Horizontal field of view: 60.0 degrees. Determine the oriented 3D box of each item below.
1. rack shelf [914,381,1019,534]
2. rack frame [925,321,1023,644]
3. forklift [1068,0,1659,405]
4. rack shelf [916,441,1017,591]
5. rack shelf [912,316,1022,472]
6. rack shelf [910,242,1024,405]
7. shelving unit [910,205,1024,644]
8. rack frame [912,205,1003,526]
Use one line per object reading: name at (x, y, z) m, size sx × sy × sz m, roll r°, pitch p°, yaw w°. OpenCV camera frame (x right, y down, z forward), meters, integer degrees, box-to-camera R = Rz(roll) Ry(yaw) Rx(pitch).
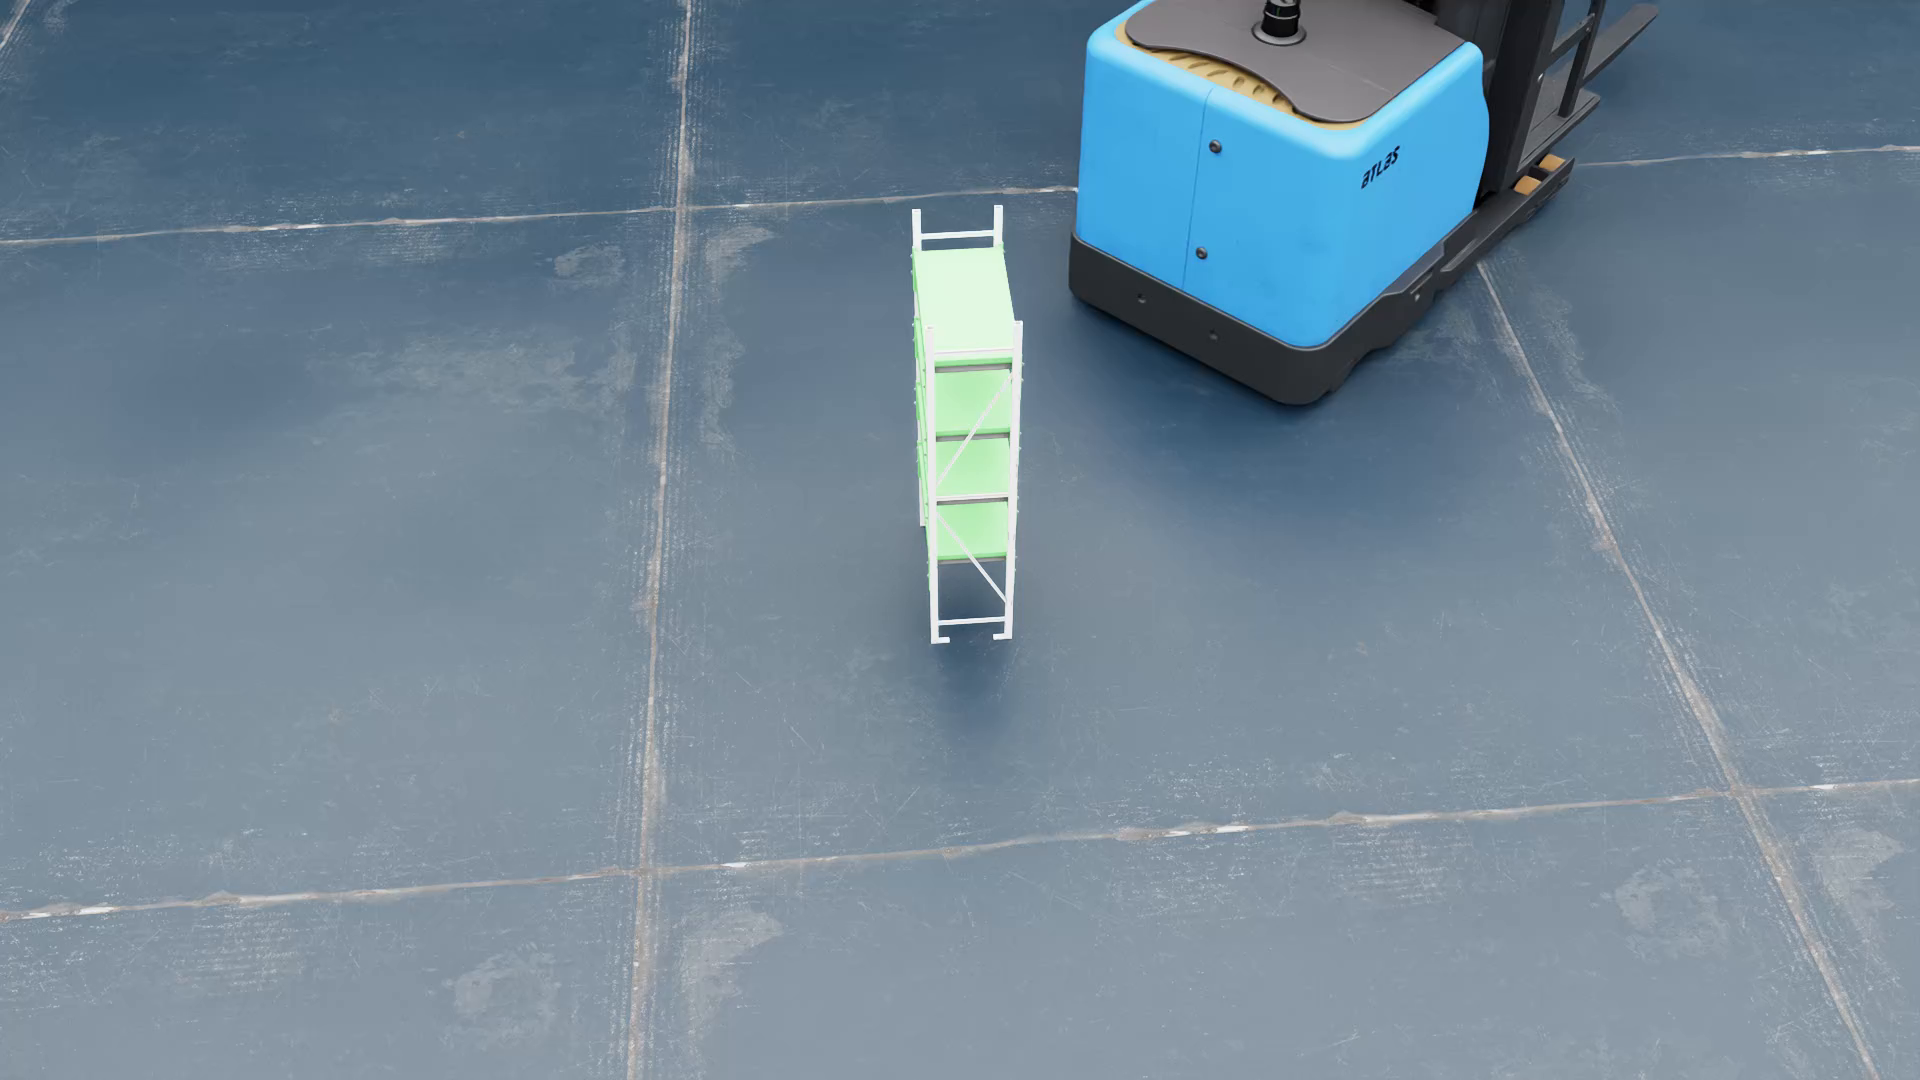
rack shelf at (0.014, -0.249, 4.747) m, size 0.258 × 0.148 × 0.480 m, roll -3°, pitch 47°, yaw -3°
rack frame at (0.034, -0.116, 4.534) m, size 0.240 × 1.200 × 0.015 m, roll -3°, pitch 47°, yaw -3°
forklift at (1.738, -2.458, 5.559) m, size 1.130 × 2.935 × 3.031 m, roll 32°, pitch 54°, yaw 27°
rack shelf at (0.014, -0.084, 4.922) m, size 0.258 × 0.148 × 0.480 m, roll -3°, pitch 47°, yaw -3°
rack shelf at (0.014, -0.414, 4.573) m, size 0.258 × 0.148 × 0.480 m, roll -3°, pitch 47°, yaw -3°
rack shelf at (0.014, -0.579, 4.399) m, size 0.258 × 0.148 × 0.480 m, roll -3°, pitch 47°, yaw -3°
shelving unit at (0.014, -0.293, 4.701) m, size 0.258 × 1.200 × 0.503 m, roll -3°, pitch 47°, yaw -3°
rack frame at (-0.007, -0.469, 4.868) m, size 0.240 × 1.200 × 0.015 m, roll -3°, pitch 47°, yaw -3°
